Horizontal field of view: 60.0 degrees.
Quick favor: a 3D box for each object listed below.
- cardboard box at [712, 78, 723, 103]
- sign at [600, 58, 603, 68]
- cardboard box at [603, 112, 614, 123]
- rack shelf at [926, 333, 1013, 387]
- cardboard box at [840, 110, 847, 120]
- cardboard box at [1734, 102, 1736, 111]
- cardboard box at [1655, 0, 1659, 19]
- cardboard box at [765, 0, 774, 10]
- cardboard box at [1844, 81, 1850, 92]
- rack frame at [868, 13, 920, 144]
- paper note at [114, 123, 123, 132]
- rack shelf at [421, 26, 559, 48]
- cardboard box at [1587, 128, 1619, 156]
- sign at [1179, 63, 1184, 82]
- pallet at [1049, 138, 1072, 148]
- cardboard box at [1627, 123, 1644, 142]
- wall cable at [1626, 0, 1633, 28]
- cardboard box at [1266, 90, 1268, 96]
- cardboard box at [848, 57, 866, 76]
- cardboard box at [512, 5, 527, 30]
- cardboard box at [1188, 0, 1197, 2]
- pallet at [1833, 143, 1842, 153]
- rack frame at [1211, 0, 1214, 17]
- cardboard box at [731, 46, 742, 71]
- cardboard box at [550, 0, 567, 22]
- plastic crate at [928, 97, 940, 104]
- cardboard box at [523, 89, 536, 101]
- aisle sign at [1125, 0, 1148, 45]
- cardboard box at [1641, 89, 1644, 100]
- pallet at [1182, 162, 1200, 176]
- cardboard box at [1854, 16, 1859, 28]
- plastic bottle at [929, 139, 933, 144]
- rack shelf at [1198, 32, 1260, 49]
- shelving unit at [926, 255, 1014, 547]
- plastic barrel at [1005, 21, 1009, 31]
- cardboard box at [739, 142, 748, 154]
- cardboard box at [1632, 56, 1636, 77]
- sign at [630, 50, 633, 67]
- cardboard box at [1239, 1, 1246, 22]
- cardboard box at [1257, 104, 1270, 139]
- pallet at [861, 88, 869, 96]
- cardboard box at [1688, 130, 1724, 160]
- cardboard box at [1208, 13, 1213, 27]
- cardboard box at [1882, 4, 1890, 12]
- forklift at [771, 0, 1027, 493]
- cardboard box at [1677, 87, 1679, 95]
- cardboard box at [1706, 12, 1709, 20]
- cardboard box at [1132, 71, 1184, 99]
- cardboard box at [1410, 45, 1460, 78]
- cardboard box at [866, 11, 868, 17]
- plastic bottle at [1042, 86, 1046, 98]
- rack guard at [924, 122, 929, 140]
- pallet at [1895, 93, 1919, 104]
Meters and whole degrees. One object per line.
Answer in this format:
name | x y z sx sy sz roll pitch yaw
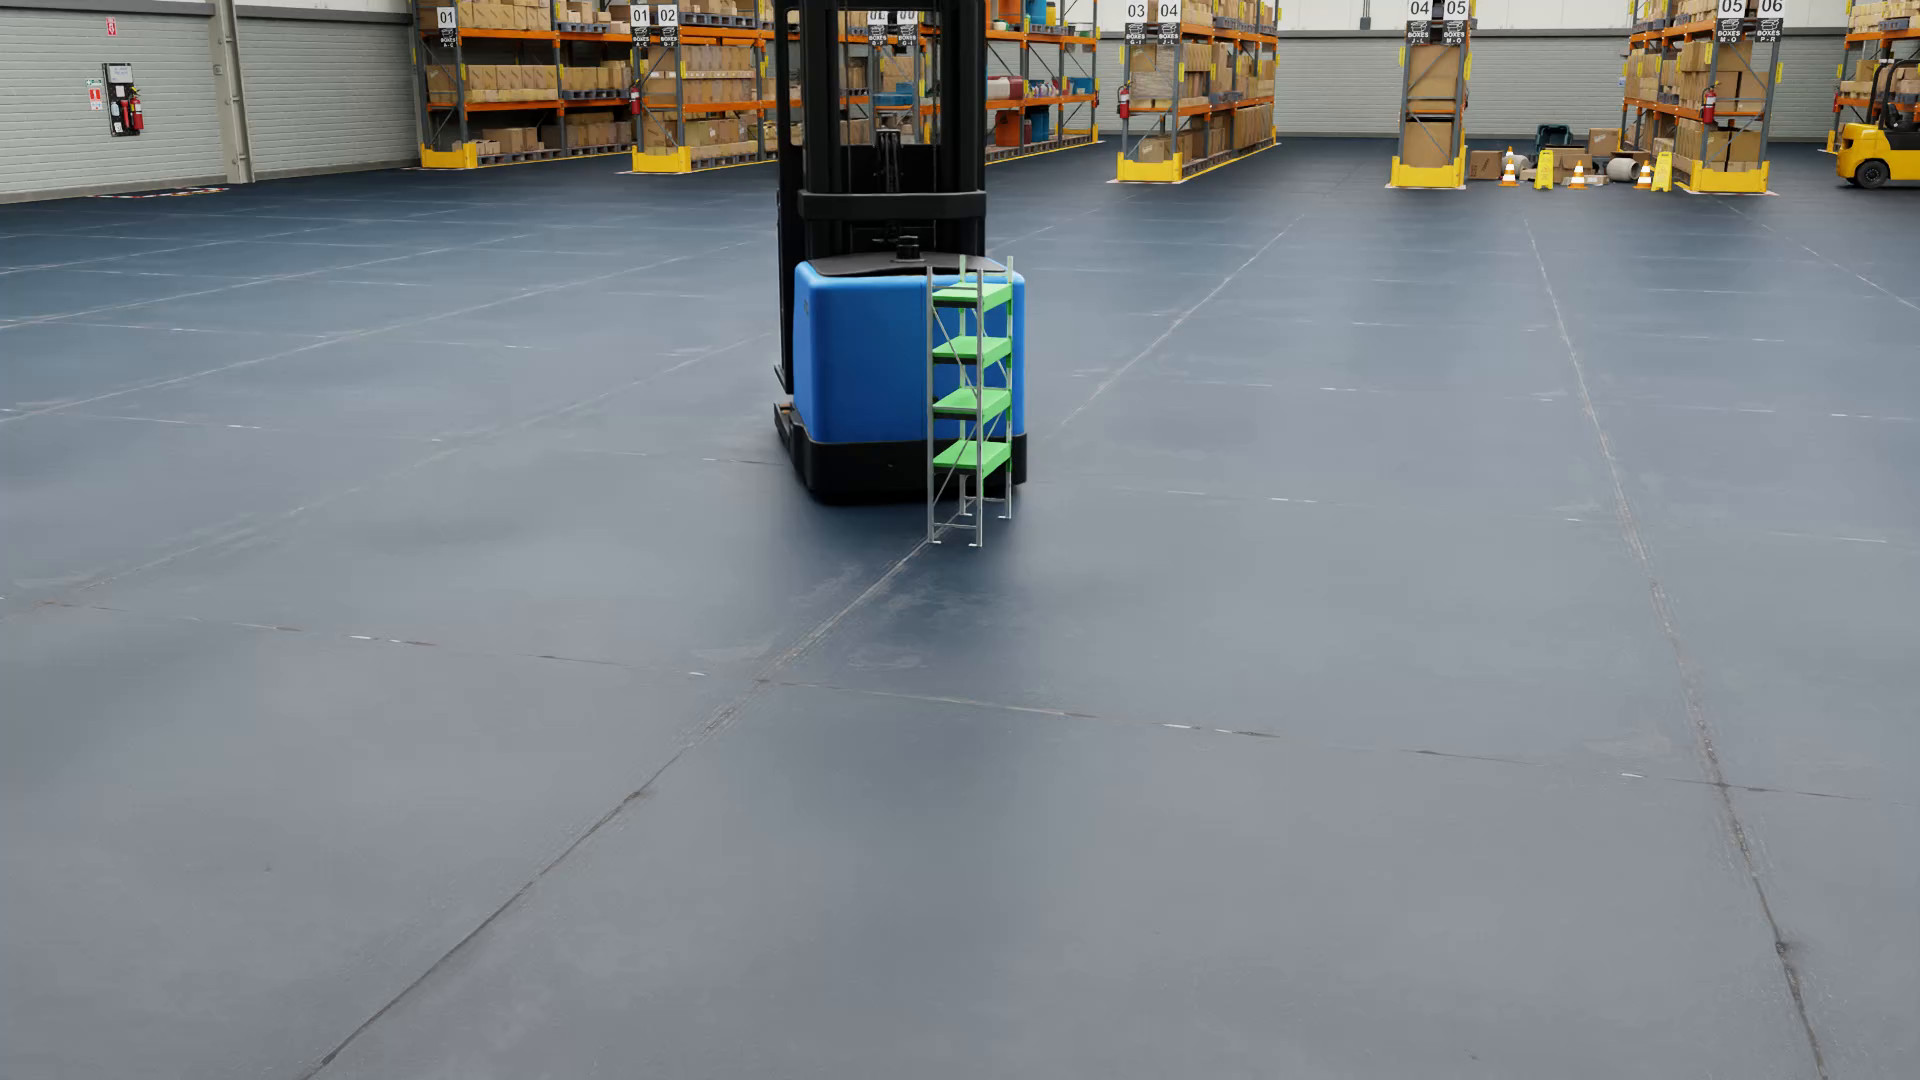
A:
cardboard box | -5.421 -9.457 34.992 0.700 0.500 0.500 5 17 18
sign | -9.013 -11.958 41.871 0.100 0.325 0.005 5 16 16
cardboard box | -8.857 -10.392 40.872 0.500 0.250 0.500 5 17 17
rack shelf | 0.047 -0.790 7.270 0.258 0.148 0.480 5 16 16
cardboard box | -3.248 -11.023 43.096 0.500 0.250 0.500 5 16 16
cardboard box | 13.348 -7.364 28.257 0.380 0.149 0.250 5 17 17
cardboard box | 15.492 -11.615 36.333 0.500 0.500 0.500 5 17 16
cardboard box | -4.513 -12.172 37.381 0.500 0.500 0.500 6 17 21
cardboard box | 21.772 -10.989 40.304 0.500 0.250 0.500 5 17 16
rack frame | -1.255 -8.498 31.793 1.000 3.000 0.127 5 16 16
paper note | -13.944 -6.838 27.556 0.016 0.148 0.142 5 16 16
rack shelf | -10.185 -10.886 36.035 1.077 0.370 4.000 5 16 16
cardboard box | 12.417 -7.684 32.115 0.500 0.500 0.500 5 16 16
sign | 4.014 -8.488 30.172 0.100 0.325 0.005 5 16 16
pallet | 2.327 -10.491 43.931 1.003 0.211 1.213 5 16 16
cardboard box | 17.451 -10.320 42.143 0.875 0.438 0.875 4 16 14
wall cable | 18.889 -15.927 46.992 0.463 3.000 0.029 5 16 16
cardboard box | 7.821 -11.660 43.402 0.380 0.149 0.250 5 17 17
cardboard box | -2.697 -12.704 44.606 0.500 0.500 0.500 5 17 16
cardboard box | -9.800 -11.383 36.247 0.500 0.500 0.500 4 16 14
cardboard box | 4.175 -10.356 31.202 0.500 0.500 0.500 5 16 16
pallet | 22.055 -9.577 40.708 1.003 0.211 1.213 5 16 16
rack frame | 4.631 -12.046 33.309 1.000 3.000 0.127 5 16 16
cardboard box | -5.129 -10.353 35.772 0.700 0.500 0.500 5 16 16
cardboard box | -9.385 -12.143 38.193 0.500 0.500 0.500 7 17 24
plastic crate | -0.337 -8.973 33.951 0.530 0.136 0.437 5 16 16
cardboard box | -9.738 -9.840 36.763 0.500 0.250 0.500 5 16 16
aisle sign | 3.189 -9.372 30.109 0.394 0.787 0.004 5 16 16
cardboard box | 15.882 -10.182 38.007 0.500 0.250 0.500 4 16 15
pallet | 4.129 -7.320 32.750 1.003 0.211 1.213 5 16 16
cardboard box | 21.790 -12.432 39.895 0.500 0.250 0.500 5 17 17
plastic bottle | -0.607 -8.291 35.113 0.144 0.351 0.185 5 16 16
rack shelf | 6.336 -11.827 39.351 1.077 0.370 4.000 5 16 16
shelving unit | 0.047 -0.621 7.318 0.258 1.200 0.503 5 16 16
plastic barrel | 0.998 -11.891 38.542 0.294 0.245 0.294 0 16 0
cardboard box | -4.940 -8.540 36.212 0.500 0.250 0.500 5 16 16
cardboard box | 16.713 -11.555 40.556 0.500 0.500 0.500 5 17 16
sign | -6.519 -9.600 33.121 0.100 0.325 0.005 5 16 16
cardboard box | 6.328 -12.438 39.227 0.797 0.503 0.637 4 16 15
cardboard box | 7.677 -11.068 43.978 0.875 0.875 0.875 5 16 16
pallet | -2.924 -11.729 43.538 1.003 0.211 1.213 5 16 16
cardboard box | 13.118 -6.952 29.237 0.500 0.500 0.500 5 17 18
cardboard box | 4.751 -10.392 33.247 0.500 0.250 0.500 5 17 18
cardboard box | 20.660 -11.772 36.802 0.380 0.149 0.250 5 17 17
forklift | -0.455 -1.987 8.965 1.130 2.935 3.031 -3 16 -10
cardboard box | 14.106 -8.697 32.184 0.380 0.149 0.250 4 16 14
cardboard box | 13.219 -9.115 28.933 0.380 0.149 0.250 4 16 14
cardboard box | 3.677 -8.447 30.884 0.875 0.500 0.500 5 16 16
cardboard box | 8.363 -8.388 29.153 0.875 0.550 0.550 5 16 16
cardboard box | -2.491 -14.125 44.118 0.700 0.500 0.500 5 16 16
plastic bottle | 2.068 -11.187 41.500 0.152 0.276 0.135 5 16 16
rack guard | -1.478 -11.847 48.179 1.175 0.500 0.348 5 16 16
pallet | 20.154 -9.145 34.425 1.213 0.211 1.003 5 16 16
